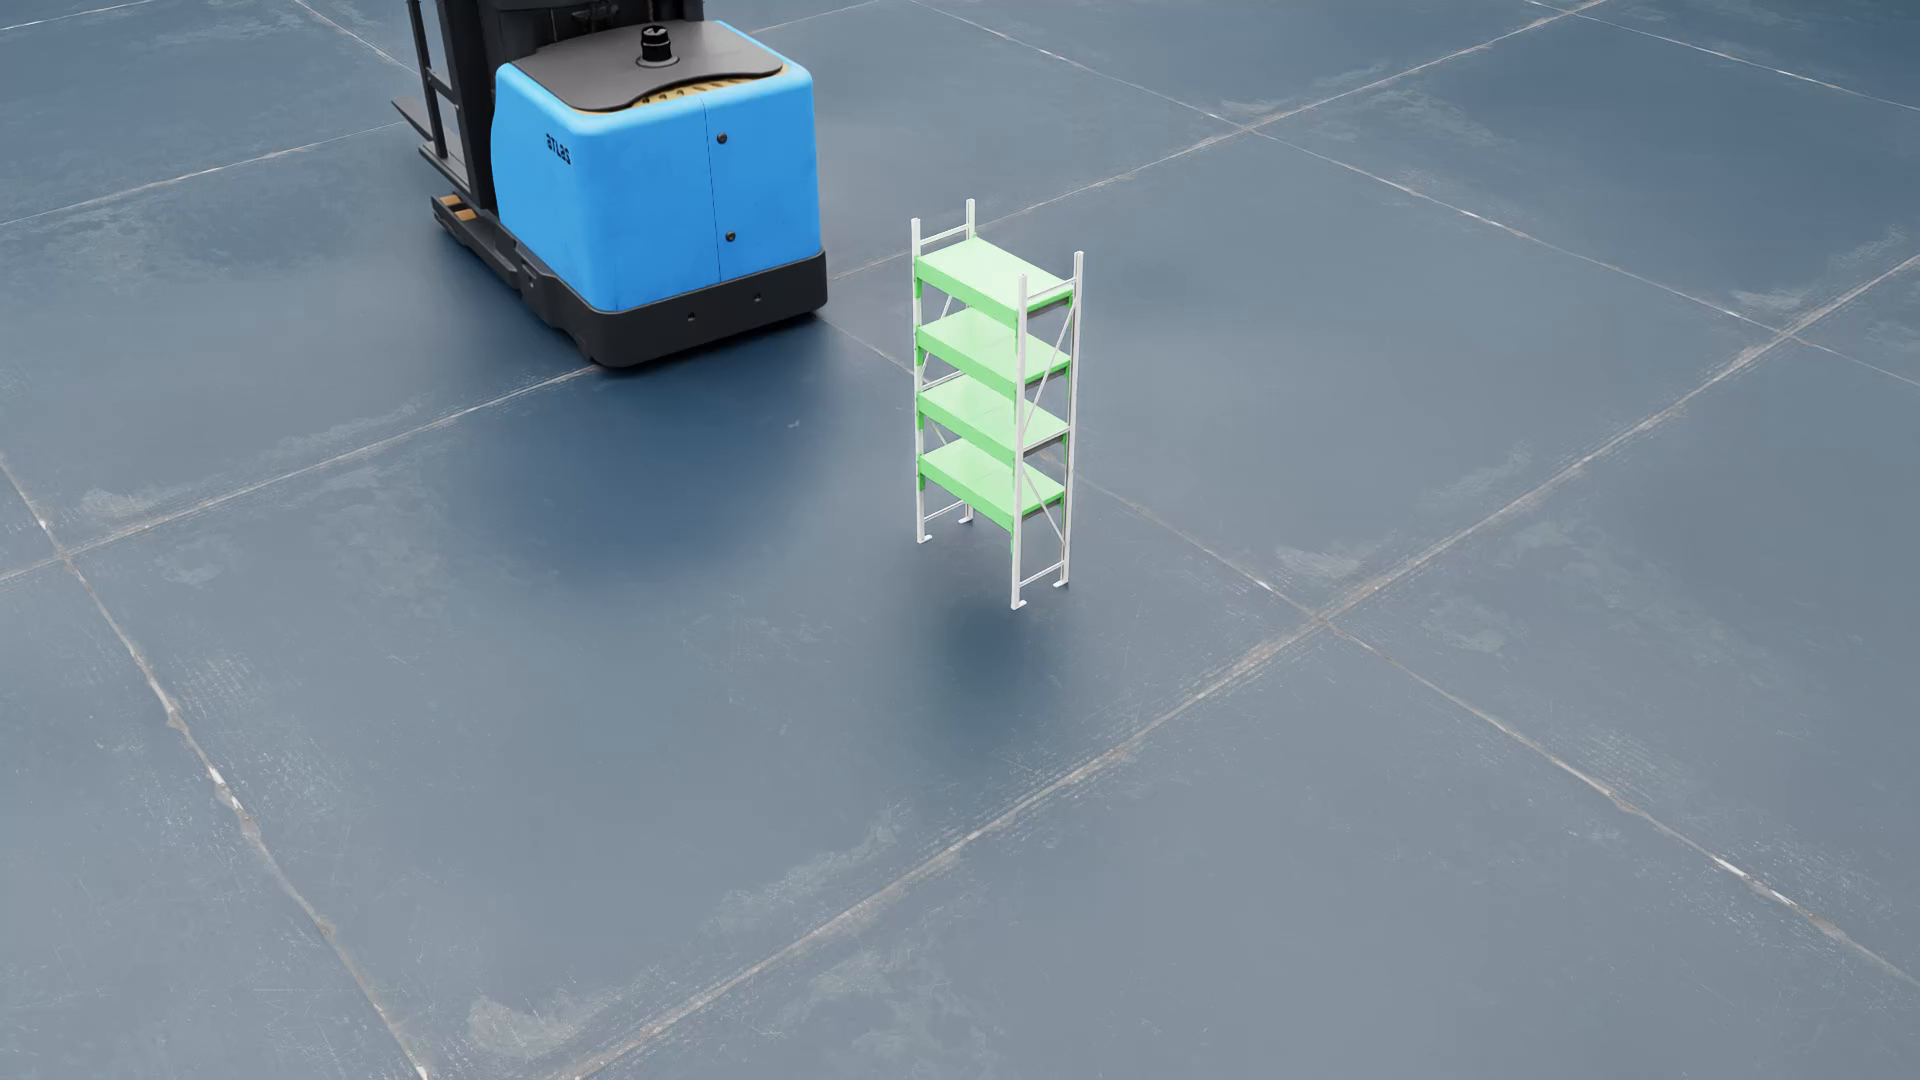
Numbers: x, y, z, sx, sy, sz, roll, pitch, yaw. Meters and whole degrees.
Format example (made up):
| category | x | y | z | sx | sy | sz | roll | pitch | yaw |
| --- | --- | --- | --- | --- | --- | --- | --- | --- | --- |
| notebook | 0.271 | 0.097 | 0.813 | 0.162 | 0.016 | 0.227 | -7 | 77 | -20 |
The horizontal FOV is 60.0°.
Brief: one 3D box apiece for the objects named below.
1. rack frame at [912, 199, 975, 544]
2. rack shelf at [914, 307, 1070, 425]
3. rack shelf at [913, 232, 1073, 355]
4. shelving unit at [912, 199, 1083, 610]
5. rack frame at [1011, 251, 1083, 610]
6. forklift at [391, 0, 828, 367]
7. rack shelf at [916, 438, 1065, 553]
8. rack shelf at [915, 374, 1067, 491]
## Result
| category | x | y | z | sx | sy | sz | roll | pitch | yaw |
| --- | --- | --- | --- | --- | --- | --- | --- | --- | --- |
| rack frame | -0.051 | -0.524 | 5.452 | 0.240 | 1.200 | 0.015 | -26 | 43 | -32 |
| rack shelf | 0.107 | -0.560 | 5.198 | 0.258 | 0.148 | 0.480 | -26 | 43 | -32 |
| rack shelf | 0.107 | -0.756 | 5.060 | 0.258 | 0.148 | 0.480 | -26 | 43 | -32 |
| shelving unit | 0.107 | -0.417 | 5.300 | 0.258 | 1.200 | 0.503 | -26 | 43 | -32 |
| rack frame | 0.264 | -0.309 | 5.148 | 0.240 | 1.200 | 0.015 | -26 | 43 | -32 |
| forklift | -1.808 | -2.691 | 7.013 | 1.130 | 2.935 | 3.031 | -22 | 41 | -27 |
| rack shelf | 0.107 | -0.169 | 5.476 | 0.258 | 0.148 | 0.480 | -26 | 43 | -32 |
| rack shelf | 0.107 | -0.364 | 5.337 | 0.258 | 0.148 | 0.480 | -26 | 43 | -32 |
